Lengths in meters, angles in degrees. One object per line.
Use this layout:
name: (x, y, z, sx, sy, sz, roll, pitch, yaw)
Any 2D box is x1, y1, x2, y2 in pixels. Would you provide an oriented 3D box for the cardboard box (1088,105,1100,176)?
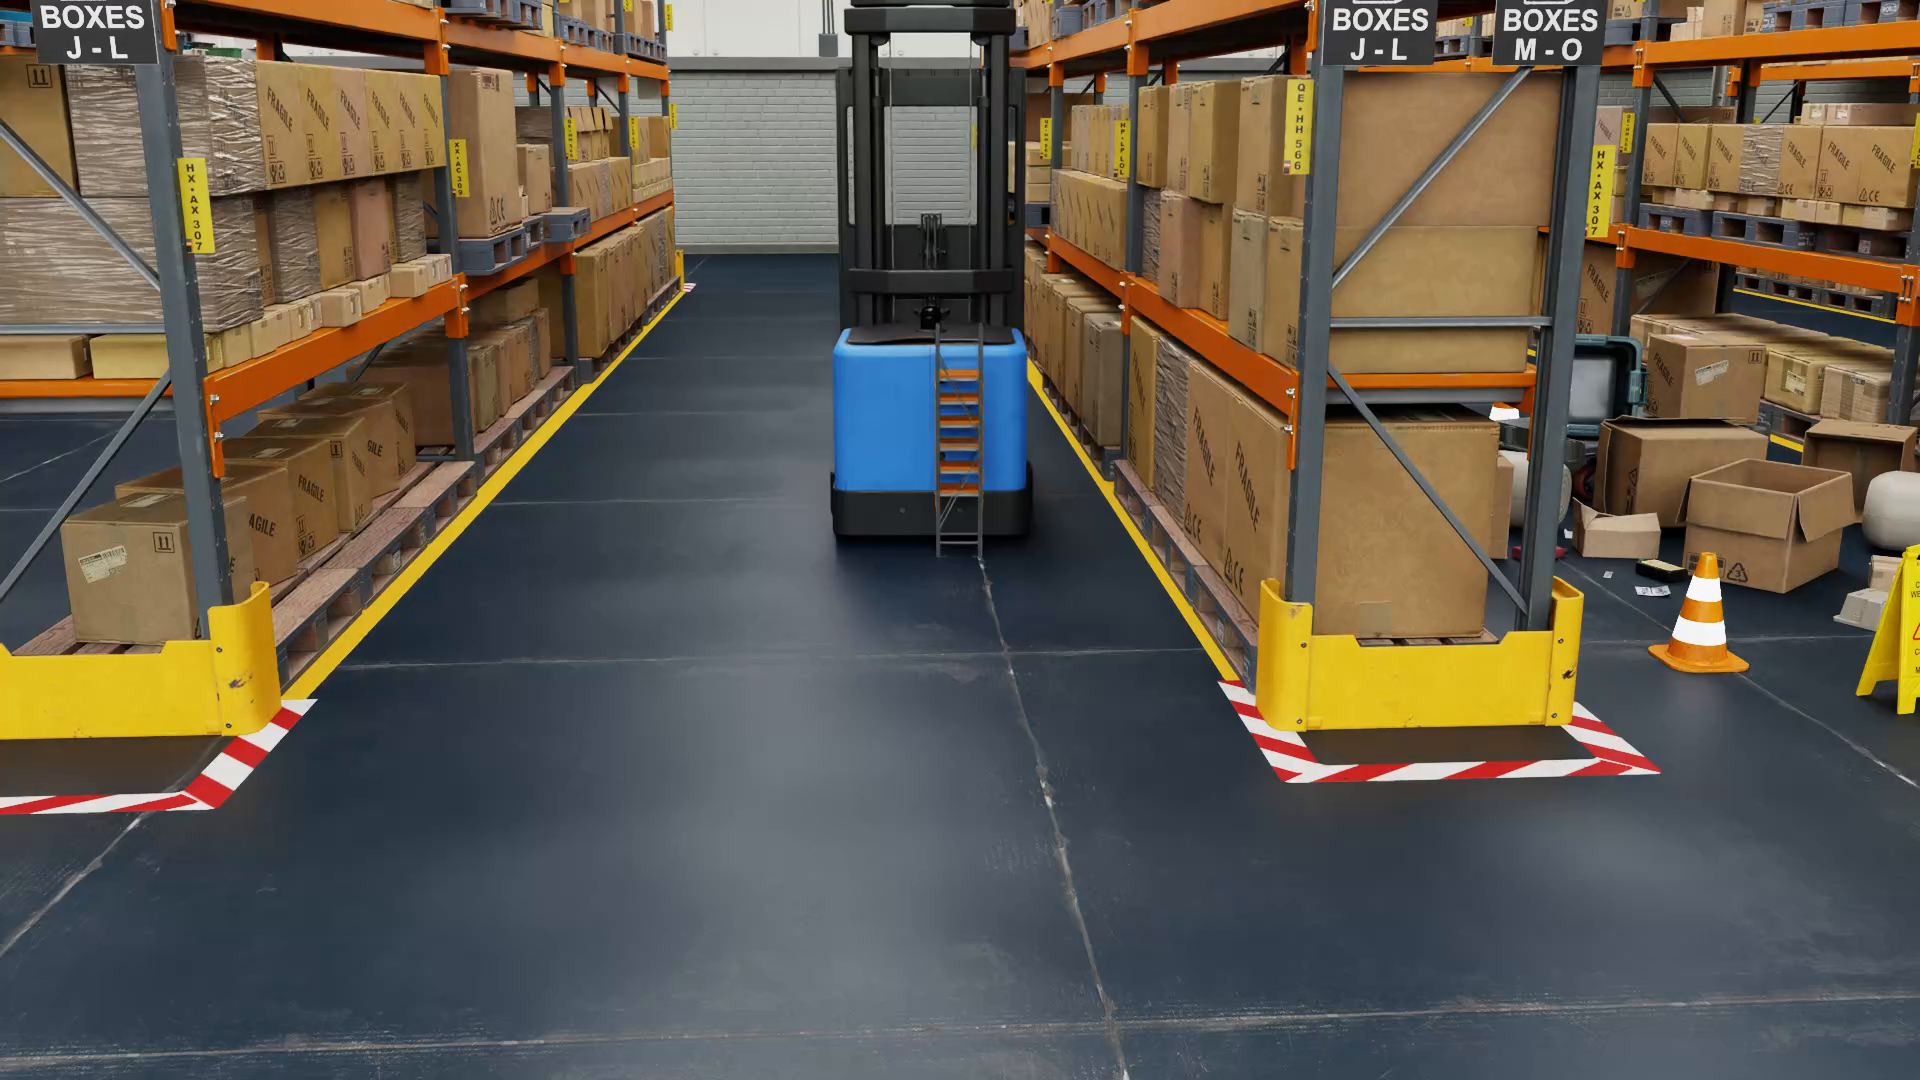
cardboard box: (1.333, -2.948, 12.259, 0.700, 0.500, 0.500, -1, 14, -4)

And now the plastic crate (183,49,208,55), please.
plastic crate: (-8.771, -5.458, 18.727, 0.437, 0.136, 0.530, -1, 14, -3)

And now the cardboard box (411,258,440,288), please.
cardboard box: (-3.147, -1.502, 9.347, 0.380, 0.149, 0.250, -1, 14, -3)

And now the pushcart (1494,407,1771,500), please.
pushcart: (4.158, -0.570, 10.485, 1.648, 0.377, 0.936, -6, 16, -23)

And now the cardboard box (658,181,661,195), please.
cardboard box: (-3.771, -4.195, 19.817, 0.380, 0.149, 0.250, -1, 14, -3)

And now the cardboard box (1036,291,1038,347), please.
cardboard box: (0.947, -1.933, 14.694, 0.500, 0.500, 0.500, -1, 14, -4)

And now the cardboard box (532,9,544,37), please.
cardboard box: (-3.389, -3.872, 12.336, 0.500, 0.250, 0.500, -1, 14, -4)

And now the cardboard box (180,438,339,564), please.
cardboard box: (-3.325, -0.192, 7.928, 0.500, 0.500, 0.500, 0, 14, 2)

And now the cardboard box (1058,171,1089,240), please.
cardboard box: (1.042, -2.587, 12.861, 0.500, 0.500, 0.500, -1, 14, -4)

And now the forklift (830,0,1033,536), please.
forklift: (-0.166, -1.751, 9.951, 1.130, 2.935, 3.031, 0, 14, 0)

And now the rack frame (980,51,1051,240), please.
rack frame: (0.753, -4.771, 21.548, 1.000, 3.000, 0.127, -1, 14, -3)

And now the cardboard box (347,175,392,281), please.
cardboard box: (-3.366, -1.567, 8.298, 0.875, 0.500, 0.500, -1, 14, -3)

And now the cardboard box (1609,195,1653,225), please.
cardboard box: (5.893, -2.932, 14.701, 0.500, 0.250, 0.500, -1, 14, -5)

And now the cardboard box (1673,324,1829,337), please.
cardboard box: (6.262, -1.489, 13.225, 0.950, 0.372, 0.625, -1, 14, -5)

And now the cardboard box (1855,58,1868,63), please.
cardboard box: (10.541, -5.560, 19.099, 0.380, 0.149, 0.250, -1, 14, -4)

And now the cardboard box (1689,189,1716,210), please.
cardboard box: (5.969, -2.672, 13.054, 0.380, 0.149, 0.250, -1, 14, -3)

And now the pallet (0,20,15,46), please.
pallet: (-8.601, -4.206, 13.713, 1.003, 0.211, 1.213, -1, 14, -3)

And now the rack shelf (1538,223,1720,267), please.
rack shelf: (6.059, -3.031, 16.232, 1.077, 0.370, 4.000, -1, 14, -3)

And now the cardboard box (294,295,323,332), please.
cardboard box: (-3.076, -1.004, 7.411, 0.380, 0.149, 0.250, -1, 14, -3)

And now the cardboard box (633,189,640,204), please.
cardboard box: (-3.642, -3.681, 17.819, 0.380, 0.149, 0.250, -1, 14, -3)

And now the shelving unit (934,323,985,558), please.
shelving unit: (-0.004, -0.511, 8.604, 0.258, 1.200, 0.189, 0, 14, 0)

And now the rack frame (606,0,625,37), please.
rack frame: (-3.956, -6.630, 16.734, 1.000, 3.000, 0.127, -1, 14, -3)

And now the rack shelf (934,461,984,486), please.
rack shelf: (-0.004, -0.352, 8.645, 0.258, 0.103, 0.180, 0, 14, 0)

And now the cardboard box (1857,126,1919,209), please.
cardboard box: (6.173, -2.395, 10.674, 0.500, 0.500, 0.500, -1, 14, -4)

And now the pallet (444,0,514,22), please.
pallet: (-3.392, -3.252, 10.001, 1.213, 0.211, 1.003, -1, 14, -3)

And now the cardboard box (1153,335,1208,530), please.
cardboard box: (1.526, -0.579, 8.678, 0.875, 0.875, 0.875, -1, 14, -3)

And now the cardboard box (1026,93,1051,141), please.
cardboard box: (0.702, -4.565, 17.945, 0.500, 0.500, 0.500, -1, 14, -5)

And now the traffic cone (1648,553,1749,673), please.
traffic cone: (3.129, 0.283, 6.997, 0.336, 0.463, 0.334, -1, 14, -3)

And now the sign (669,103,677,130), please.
sign: (-3.661, -5.399, 21.193, 0.100, 0.325, 0.005, -1, 14, -3)

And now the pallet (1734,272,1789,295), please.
pallet: (10.697, -3.382, 21.747, 1.003, 0.211, 1.213, -1, 14, -3)

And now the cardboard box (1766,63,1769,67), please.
cardboard box: (10.470, -6.069, 21.078, 0.380, 0.149, 0.250, -1, 14, -3)

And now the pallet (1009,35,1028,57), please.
pallet: (0.933, -4.982, 16.728, 1.213, 0.211, 1.003, -1, 14, -3)

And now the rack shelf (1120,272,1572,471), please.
rack shelf: (1.621, -0.940, 8.105, 1.077, 0.370, 4.000, -1, 14, -3)

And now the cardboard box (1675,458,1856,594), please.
cardboard box: (4.043, -0.082, 8.334, 0.797, 0.503, 0.637, -13, 20, -42)

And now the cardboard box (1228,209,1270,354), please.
cardboard box: (1.621, -1.092, 6.950, 0.875, 0.550, 0.550, -1, 14, -3)

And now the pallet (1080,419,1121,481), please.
pallet: (1.374, -0.626, 11.037, 1.003, 0.211, 1.213, -1, 14, -3)

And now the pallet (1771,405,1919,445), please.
pallet: (6.381, -0.731, 11.443, 1.003, 0.211, 1.213, -1, 14, -3)

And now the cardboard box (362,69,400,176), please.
cardboard box: (-3.095, -2.055, 8.189, 0.500, 0.500, 0.500, -1, 14, -3)

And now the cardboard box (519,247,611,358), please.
cardboard box: (-3.730, -2.076, 14.496, 1.225, 0.875, 0.875, -2, 15, -6)

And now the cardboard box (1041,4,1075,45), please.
cardboard box: (0.960, -4.420, 13.965, 0.500, 0.500, 0.500, -1, 14, -3)

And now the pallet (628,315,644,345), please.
pallet: (-3.833, -2.183, 17.087, 1.003, 0.211, 1.213, -1, 14, -3)

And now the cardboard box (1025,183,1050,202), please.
cardboard box: (0.760, -2.978, 14.243, 0.380, 0.149, 0.250, -1, 14, -3)

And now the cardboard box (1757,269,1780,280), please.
cardboard box: (10.599, -3.576, 21.077, 0.700, 0.500, 0.500, 0, 14, -1)

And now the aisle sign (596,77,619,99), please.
aisle sign: (-4.507, -5.991, 21.075, 0.394, 0.787, 0.004, -1, 14, -3)

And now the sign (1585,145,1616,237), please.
sign: (2.299, -1.256, 5.992, 0.100, 0.325, 0.005, -1, 14, -3)

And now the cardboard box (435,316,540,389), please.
cardboard box: (-3.599, -1.428, 12.690, 0.700, 0.500, 0.500, -2, 15, -8)

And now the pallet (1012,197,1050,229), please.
pallet: (1.098, -2.864, 14.521, 1.213, 0.211, 1.003, -1, 14, -3)

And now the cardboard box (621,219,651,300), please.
cardboard box: (-3.917, -3.064, 18.337, 0.875, 0.875, 0.875, -1, 14, -3)

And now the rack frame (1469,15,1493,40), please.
rack frame: (5.935, -6.783, 17.328, 1.000, 3.000, 0.127, -1, 14, -3)

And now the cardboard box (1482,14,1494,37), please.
cardboard box: (5.617, -5.338, 17.162, 0.396, 0.266, 0.258, -1, 14, -4)

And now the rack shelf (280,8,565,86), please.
rack shelf: (-3.584, -3.336, 11.398, 1.077, 0.370, 4.000, -1, 14, -3)

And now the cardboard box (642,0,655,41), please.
cardboard box: (-4.118, -6.343, 20.397, 0.700, 0.500, 0.500, -2, 15, -7)

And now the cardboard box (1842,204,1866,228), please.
cardboard box: (6.125, -2.159, 11.059, 0.380, 0.149, 0.250, -1, 14, -5)

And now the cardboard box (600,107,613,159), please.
cardboard box: (-3.908, -4.100, 16.727, 0.797, 0.503, 0.637, -1, 14, -5)

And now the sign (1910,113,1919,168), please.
sign: (5.877, -2.439, 10.162, 0.100, 0.325, 0.005, -1, 14, -3)
